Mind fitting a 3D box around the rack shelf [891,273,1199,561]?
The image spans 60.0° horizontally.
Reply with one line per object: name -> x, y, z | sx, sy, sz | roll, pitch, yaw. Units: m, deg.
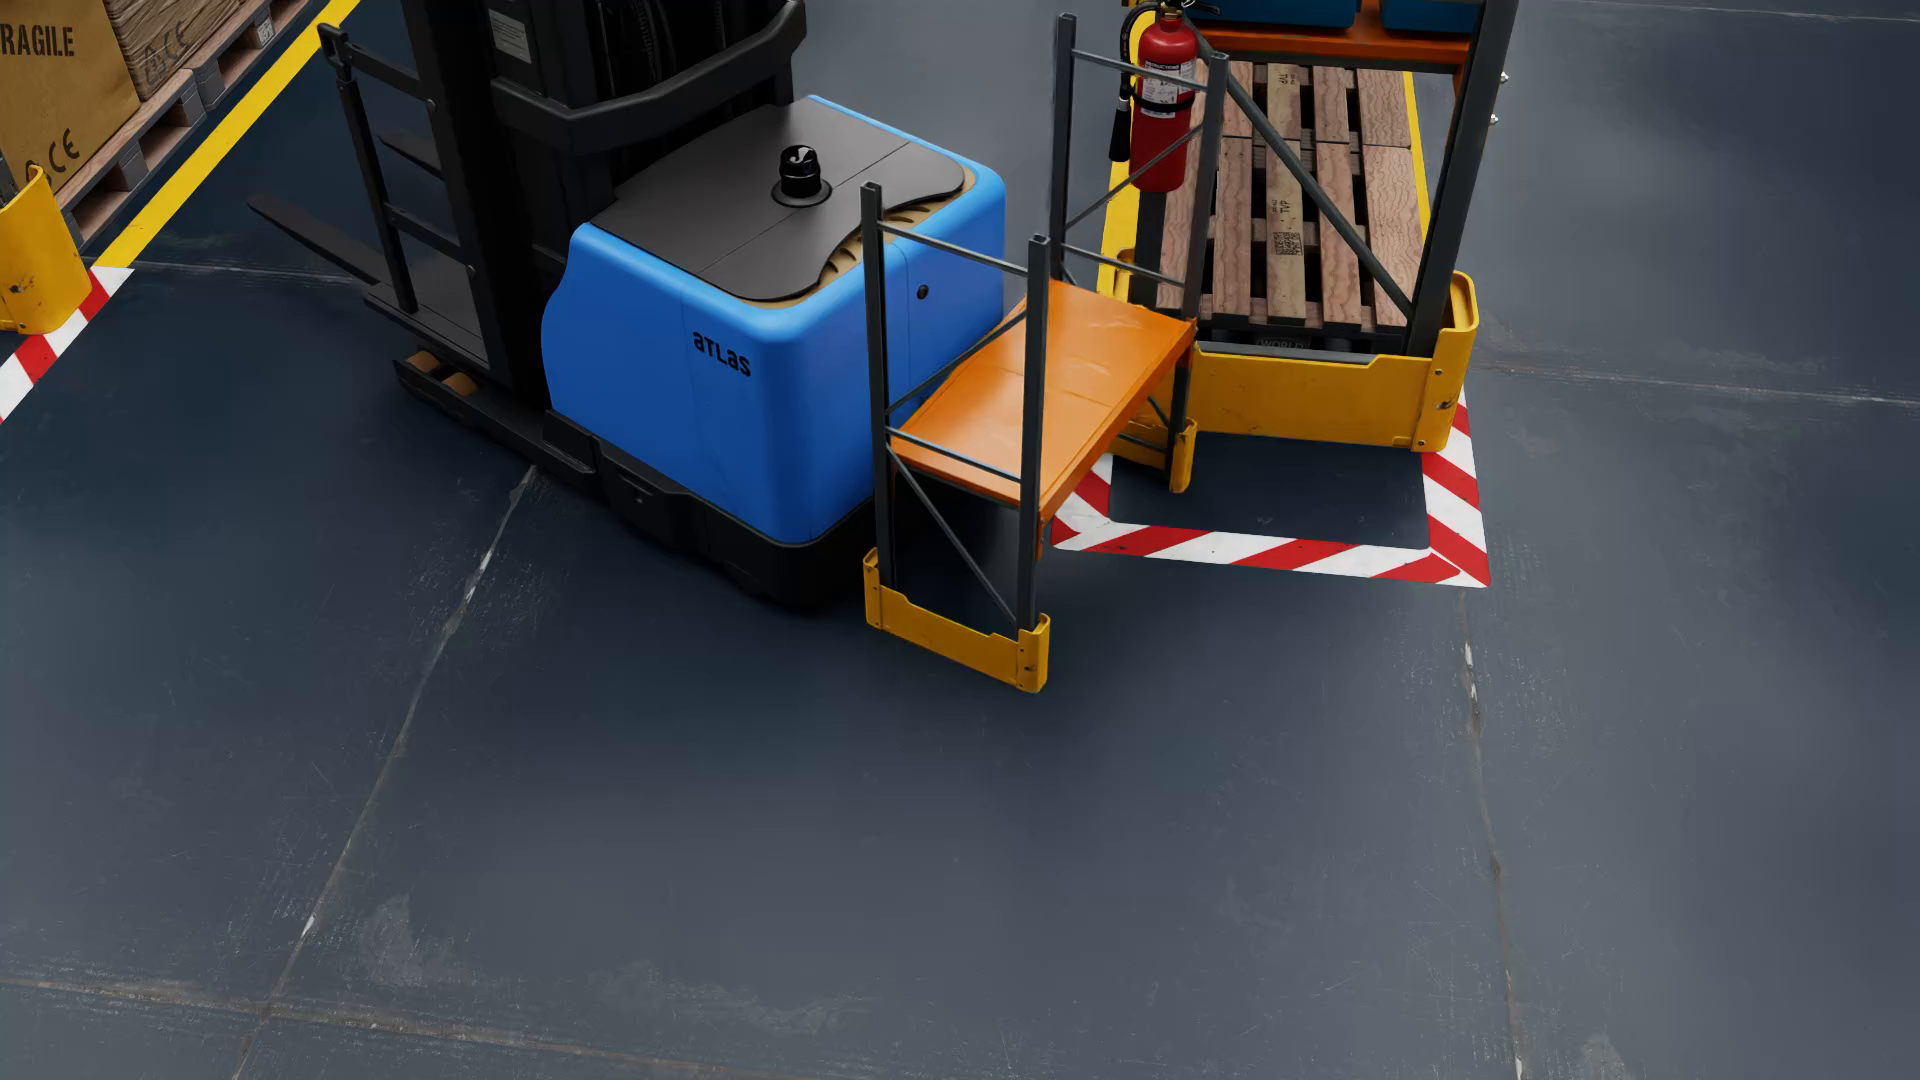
rack shelf -> 0.240, -0.393, 4.836 | 0.538, 0.185, 1.000 | 22, 48, 21

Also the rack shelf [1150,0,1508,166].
rack shelf -> 1.328, -2.664, 6.405 | 1.077, 0.370, 4.000 | 5, 44, 6

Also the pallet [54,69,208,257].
pallet -> -3.818, -1.552, 6.735 | 1.003, 0.211, 1.213 | 5, 44, 6

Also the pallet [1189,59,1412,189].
pallet -> 1.375, -1.937, 7.142 | 1.003, 0.211, 1.213 | 5, 44, 6

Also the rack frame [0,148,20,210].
rack frame -> -3.846, -2.012, 5.194 | 1.000, 3.000, 0.127 | 5, 44, 6

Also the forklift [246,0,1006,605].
forklift -> -1.316, -1.720, 4.935 | 3.031, 2.935, 1.130 | 29, 51, 27

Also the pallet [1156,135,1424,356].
pallet -> 1.211, -1.108, 6.267 | 1.003, 0.211, 1.213 | 5, 44, 6

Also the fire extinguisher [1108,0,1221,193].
fire extinguisher -> 0.593, -1.337, 4.808 | 0.296, 0.674, 0.183 | 5, 44, 6

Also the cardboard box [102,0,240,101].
cardboard box -> -3.720, -2.457, 6.903 | 0.875, 0.875, 0.875 | 5, 44, 6

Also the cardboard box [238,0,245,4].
cardboard box -> -3.603, -3.063, 7.544 | 0.875, 0.875, 0.875 | 5, 44, 6

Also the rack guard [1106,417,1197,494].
rack guard -> 0.485, -0.361, 5.449 | 0.587, 0.250, 0.087 | 22, 48, 21

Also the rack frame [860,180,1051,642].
rack frame -> -0.015, -0.221, 4.393 | 0.500, 1.500, 0.032 | 22, 48, 21

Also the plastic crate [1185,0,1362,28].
plastic crate -> 0.923, -1.842, 4.944 | 0.616, 0.435, 0.499 | 5, 44, 6

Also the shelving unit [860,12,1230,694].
shelving unit -> 0.236, -0.518, 4.706 | 0.587, 1.500, 1.083 | 22, 48, 21

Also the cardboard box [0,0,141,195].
cardboard box -> -3.841, -1.837, 6.248 | 0.875, 0.875, 0.875 | 5, 44, 6

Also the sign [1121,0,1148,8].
sign -> 0.516, -1.660, 4.703 | 0.100, 0.325, 0.005 | 5, 44, 6

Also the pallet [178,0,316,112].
pallet -> -3.654, -2.381, 7.611 | 1.003, 0.211, 1.213 | 5, 44, 6

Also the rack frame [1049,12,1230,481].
rack frame -> 0.495, -0.826, 5.031 | 0.500, 1.500, 0.032 | 22, 48, 21

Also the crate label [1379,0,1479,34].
crate label -> 1.423, -1.661, 4.901 | 0.416, 0.233, 0.303 | 5, 44, 6

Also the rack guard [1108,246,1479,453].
rack guard -> 1.073, -0.637, 5.559 | 1.175, 0.500, 0.348 | 5, 44, 6

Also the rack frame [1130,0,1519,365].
rack frame -> 1.064, -1.562, 4.718 | 1.000, 3.000, 0.127 | 5, 44, 6

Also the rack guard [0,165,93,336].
rack guard -> -3.849, -1.088, 6.036 | 1.175, 0.500, 0.348 | 5, 44, 6

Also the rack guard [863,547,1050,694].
rack guard -> -0.015, 0.232, 4.823 | 0.587, 0.250, 0.087 | 22, 48, 21
